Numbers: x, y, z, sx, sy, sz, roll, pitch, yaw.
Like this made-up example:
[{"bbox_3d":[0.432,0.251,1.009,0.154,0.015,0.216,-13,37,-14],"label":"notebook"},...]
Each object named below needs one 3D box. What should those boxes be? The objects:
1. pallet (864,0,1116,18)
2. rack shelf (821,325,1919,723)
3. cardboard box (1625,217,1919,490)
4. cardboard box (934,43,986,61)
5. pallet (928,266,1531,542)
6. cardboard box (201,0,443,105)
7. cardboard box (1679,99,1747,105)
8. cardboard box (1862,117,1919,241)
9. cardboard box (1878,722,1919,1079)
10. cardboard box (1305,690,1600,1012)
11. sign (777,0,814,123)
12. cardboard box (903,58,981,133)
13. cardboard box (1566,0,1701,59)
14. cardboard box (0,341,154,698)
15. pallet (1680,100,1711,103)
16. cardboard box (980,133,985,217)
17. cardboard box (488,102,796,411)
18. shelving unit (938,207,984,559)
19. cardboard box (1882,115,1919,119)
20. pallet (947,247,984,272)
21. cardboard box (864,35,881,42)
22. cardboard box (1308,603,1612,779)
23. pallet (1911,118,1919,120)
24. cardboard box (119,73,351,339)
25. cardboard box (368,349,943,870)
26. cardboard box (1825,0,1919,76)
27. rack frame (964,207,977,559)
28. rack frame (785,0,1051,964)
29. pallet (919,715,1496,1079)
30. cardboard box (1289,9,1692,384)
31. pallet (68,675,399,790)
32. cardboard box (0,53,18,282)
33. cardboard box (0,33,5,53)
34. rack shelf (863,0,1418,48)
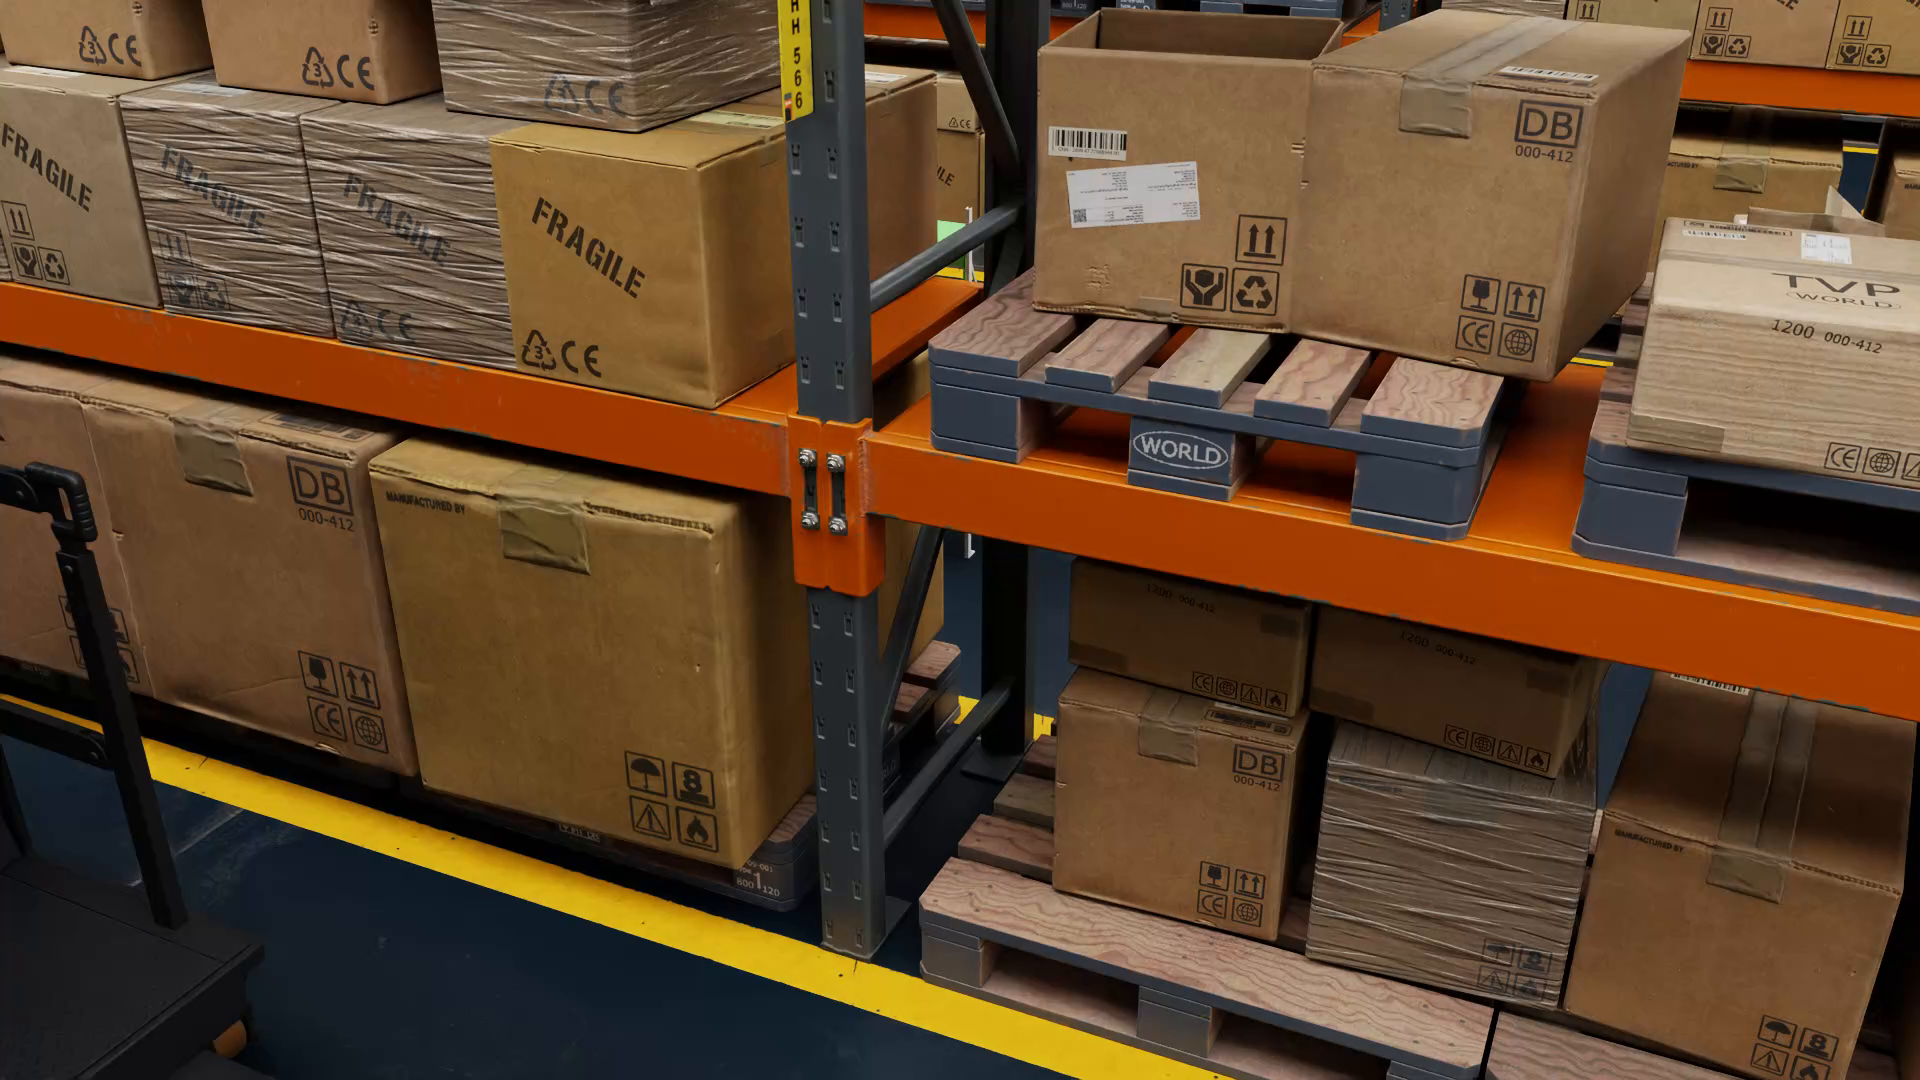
[{"bbox_3d":[0.270,-2.827,8.314,1.213,0.211,1.003,11,28,22],"label":"pallet"},{"bbox_3d":[1.764,0.096,2.973,4.000,0.370,1.077,11,28,22],"label":"rack shelf"},{"bbox_3d":[1.374,-0.314,2.687,0.500,0.250,0.500,11,28,20],"label":"cardboard box"},{"bbox_3d":[0.179,-2.478,8.892,0.500,0.250,0.500,10,28,20],"label":"cardboard box"},{"bbox_3d":[0.636,-0.418,3.421,1.003,0.211,1.213,11,28,22],"label":"pallet"},{"bbox_3d":[-1.307,-1.347,3.842,0.637,0.503,0.797,12,29,23],"label":"cardboard box"},{"bbox_3d":[5.231,-3.347,11.652,0.625,0.372,0.950,11,28,21],"label":"cardboard box"},{"bbox_3d":[4.251,-1.271,7.007,0.750,0.750,1.050,11,28,22],"label":"cardboard box"},{"bbox_3d":[2.099,0.746,3.171,0.500,0.500,0.700,9,28,17],"label":"cardboard box"},{"bbox_3d":[1.072,0.543,3.583,0.500,0.500,0.700,9,28,18],"label":"cardboard box"},{"bbox_3d":[-0.283,-0.888,2.846,0.005,0.325,0.100,11,28,22],"label":"sign"},{"bbox_3d":[-0.041,-2.270,8.470,0.500,0.250,0.500,13,29,24],"label":"cardboard box"},{"bbox_3d":[2.850,-2.330,6.974,0.500,0.500,0.500,11,28,21],"label":"cardboard box"},{"bbox_3d":[-2.293,-0.287,4.866,0.875,0.875,1.225,10,28,20],"label":"cardboard box"},{"bbox_3d":[4.756,-3.182,11.974,1.213,0.211,1.003,11,28,22],"label":"pallet"},{"bbox_3d":[0.422,-1.837,8.439,0.500,0.500,0.500,10,28,20],"label":"cardboard box"},{"bbox_3d":[-0.608,-0.627,3.515,0.500,0.500,0.500,12,29,23],"label":"cardboard box"},{"bbox_3d":[-0.151,-0.569,5.546,0.503,1.200,0.258,11,28,22],"label":"shelving unit"},{"bbox_3d":[6.553,-3.080,11.109,0.625,0.372,0.950,13,29,25],"label":"cardboard box"},{"bbox_3d":[0.271,-1.684,8.931,1.213,0.211,1.003,11,28,22],"label":"pallet"},{"bbox_3d":[-0.770,-2.668,9.279,0.500,0.250,0.500,11,28,20],"label":"cardboard box"},{"bbox_3d":[1.053,0.199,3.433,0.500,0.250,0.500,15,30,28],"label":"cardboard box"},{"bbox_3d":[6.978,-2.736,11.068,1.213,0.211,1.003,11,28,22],"label":"pallet"},{"bbox_3d":[-1.534,-0.815,3.895,0.500,0.500,0.500,10,28,20],"label":"cardboard box"},{"bbox_3d":[-0.676,0.038,4.206,0.875,0.875,1.225,10,28,19],"label":"cardboard box"},{"bbox_3d":[3.761,-2.146,6.599,0.500,0.500,0.500,11,28,21],"label":"cardboard box"},{"bbox_3d":[0.071,-0.524,5.456,0.015,1.200,0.240,11,28,22],"label":"rack frame"},{"bbox_3d":[-0.057,-0.592,3.556,0.127,3.000,1.000,11,28,22],"label":"rack frame"},{"bbox_3d":[0.654,0.803,3.881,1.213,0.211,1.003,11,28,22],"label":"pallet"},{"bbox_3d":[1.001,-0.681,3.148,0.500,0.500,0.700,16,30,29],"label":"cardboard box"},{"bbox_3d":[-1.850,0.261,4.981,1.213,0.211,1.003,11,28,22],"label":"pallet"},{"bbox_3d":[-2.469,-1.000,4.273,0.500,0.500,0.500,11,28,21],"label":"cardboard box"},{"bbox_3d":[-2.493,-1.575,4.303,0.637,0.503,0.797,12,29,22],"label":"cardboard box"},{"bbox_3d":[0.268,-2.611,8.471,4.000,0.370,1.077,11,28,22],"label":"rack shelf"}]
